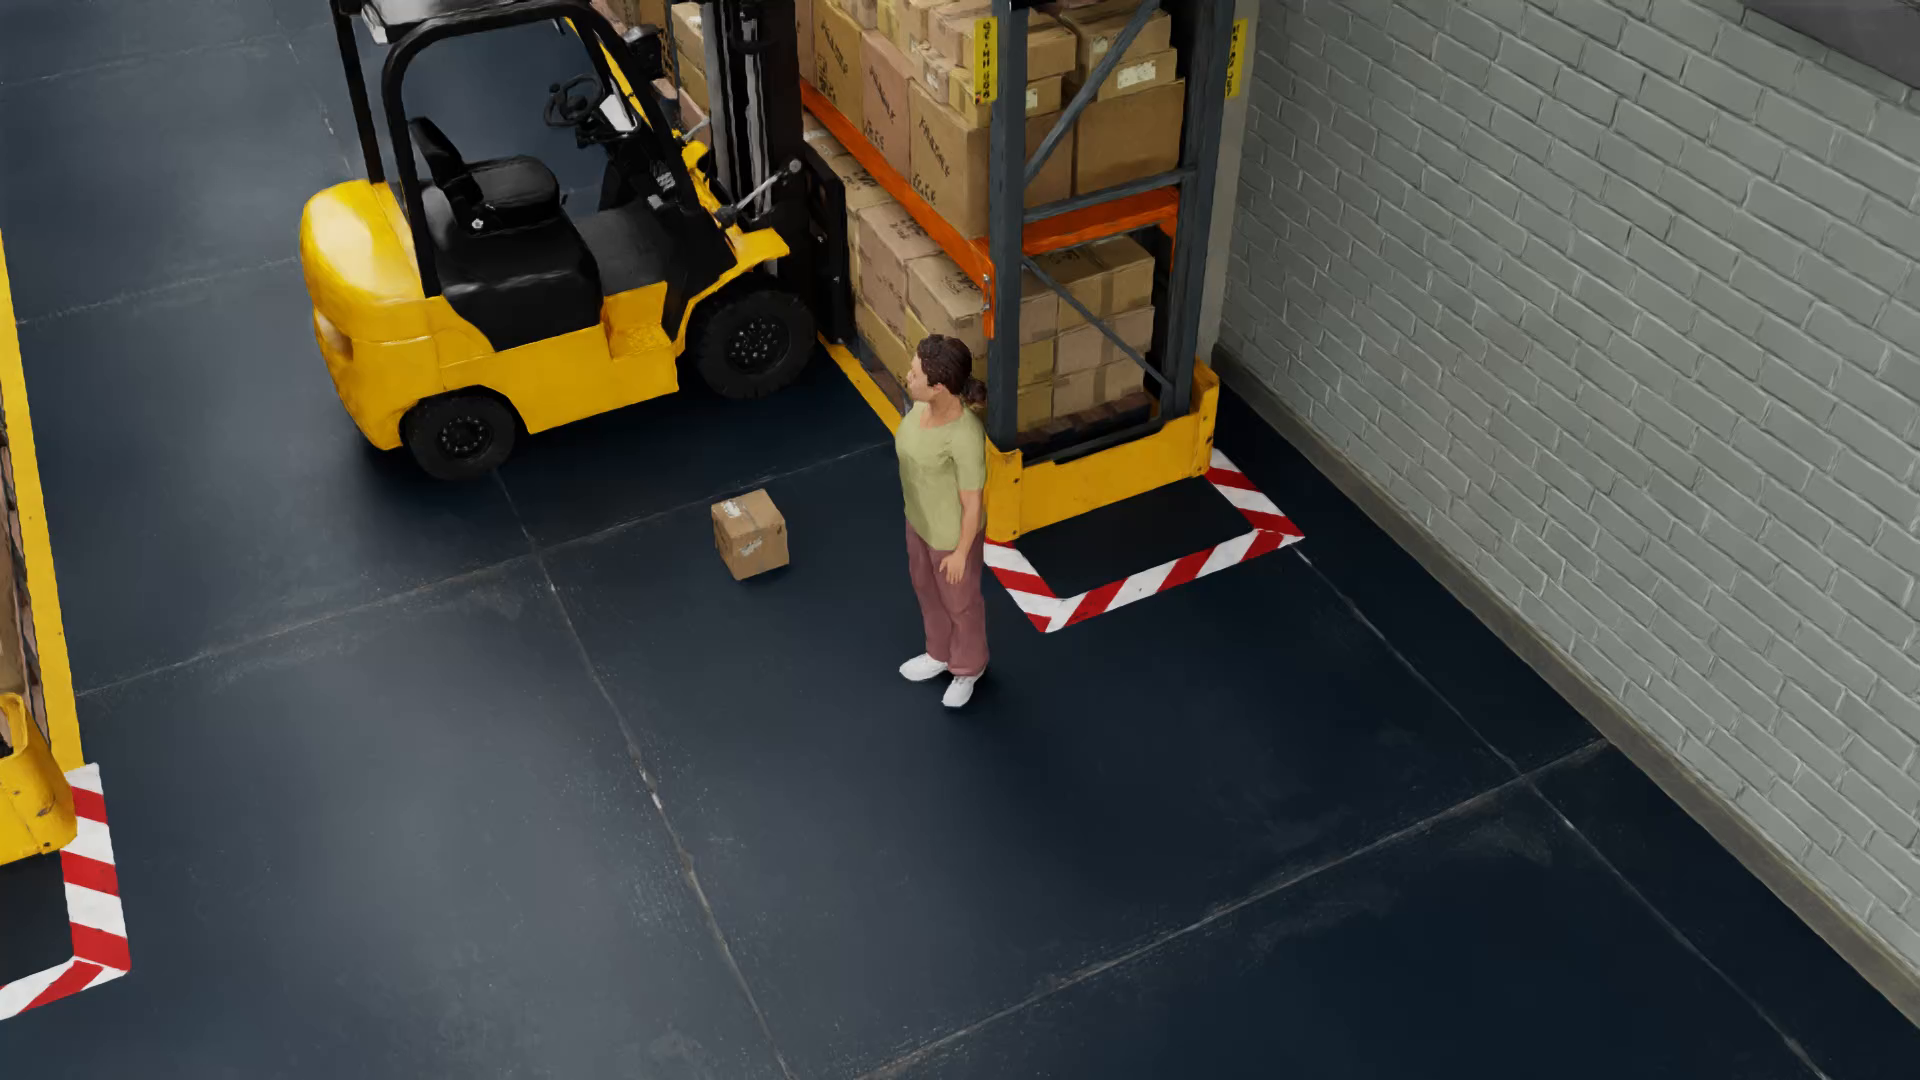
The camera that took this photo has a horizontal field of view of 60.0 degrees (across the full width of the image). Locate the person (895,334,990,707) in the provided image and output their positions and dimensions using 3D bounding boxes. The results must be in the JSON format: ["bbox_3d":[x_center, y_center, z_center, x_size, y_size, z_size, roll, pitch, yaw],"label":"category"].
[{"bbox_3d":[-0.044,-0.057,6.209,0.355,1.680,0.474,-21,45,-22],"label":"person"}]
